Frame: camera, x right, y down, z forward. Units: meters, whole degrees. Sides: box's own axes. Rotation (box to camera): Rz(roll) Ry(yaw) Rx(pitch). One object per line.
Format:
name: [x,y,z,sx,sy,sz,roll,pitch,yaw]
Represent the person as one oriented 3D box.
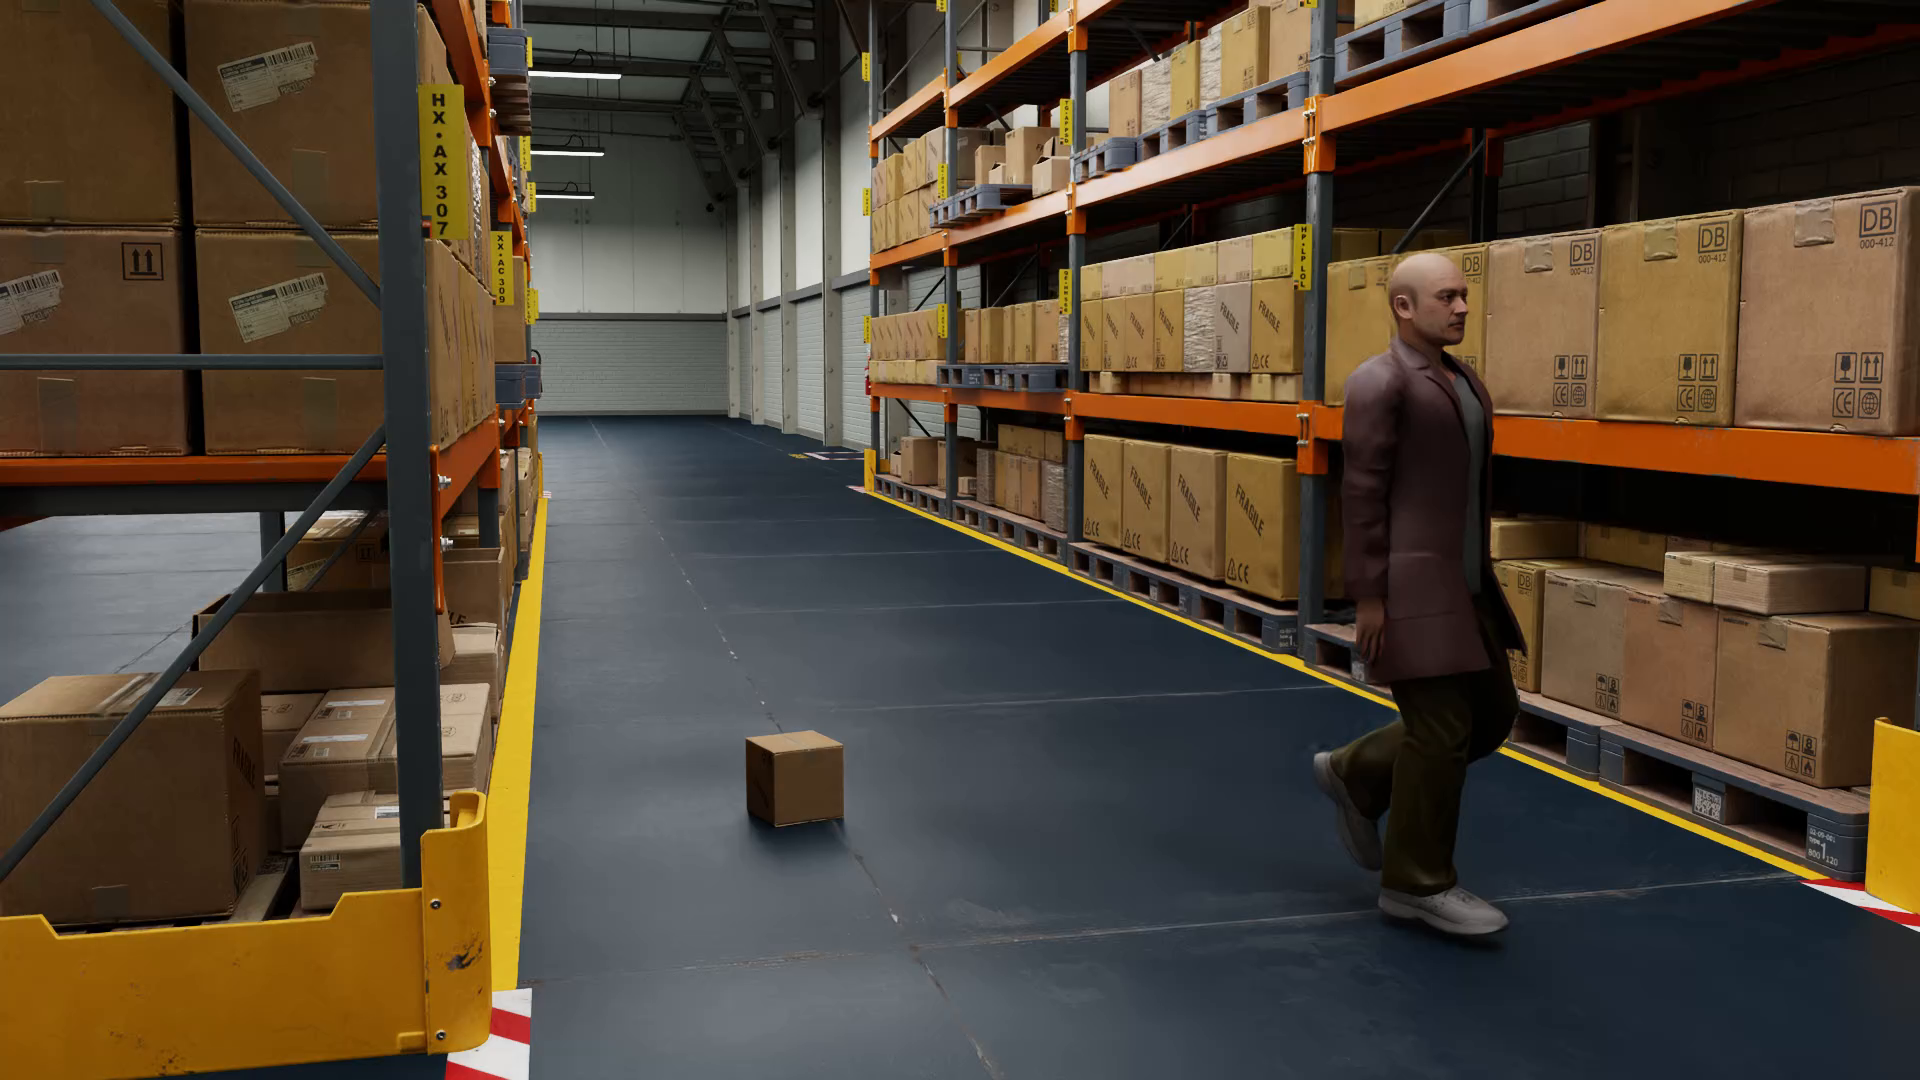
person: [1.222,0.133,4.473,0.669,1.749,0.587,6,8,43]
